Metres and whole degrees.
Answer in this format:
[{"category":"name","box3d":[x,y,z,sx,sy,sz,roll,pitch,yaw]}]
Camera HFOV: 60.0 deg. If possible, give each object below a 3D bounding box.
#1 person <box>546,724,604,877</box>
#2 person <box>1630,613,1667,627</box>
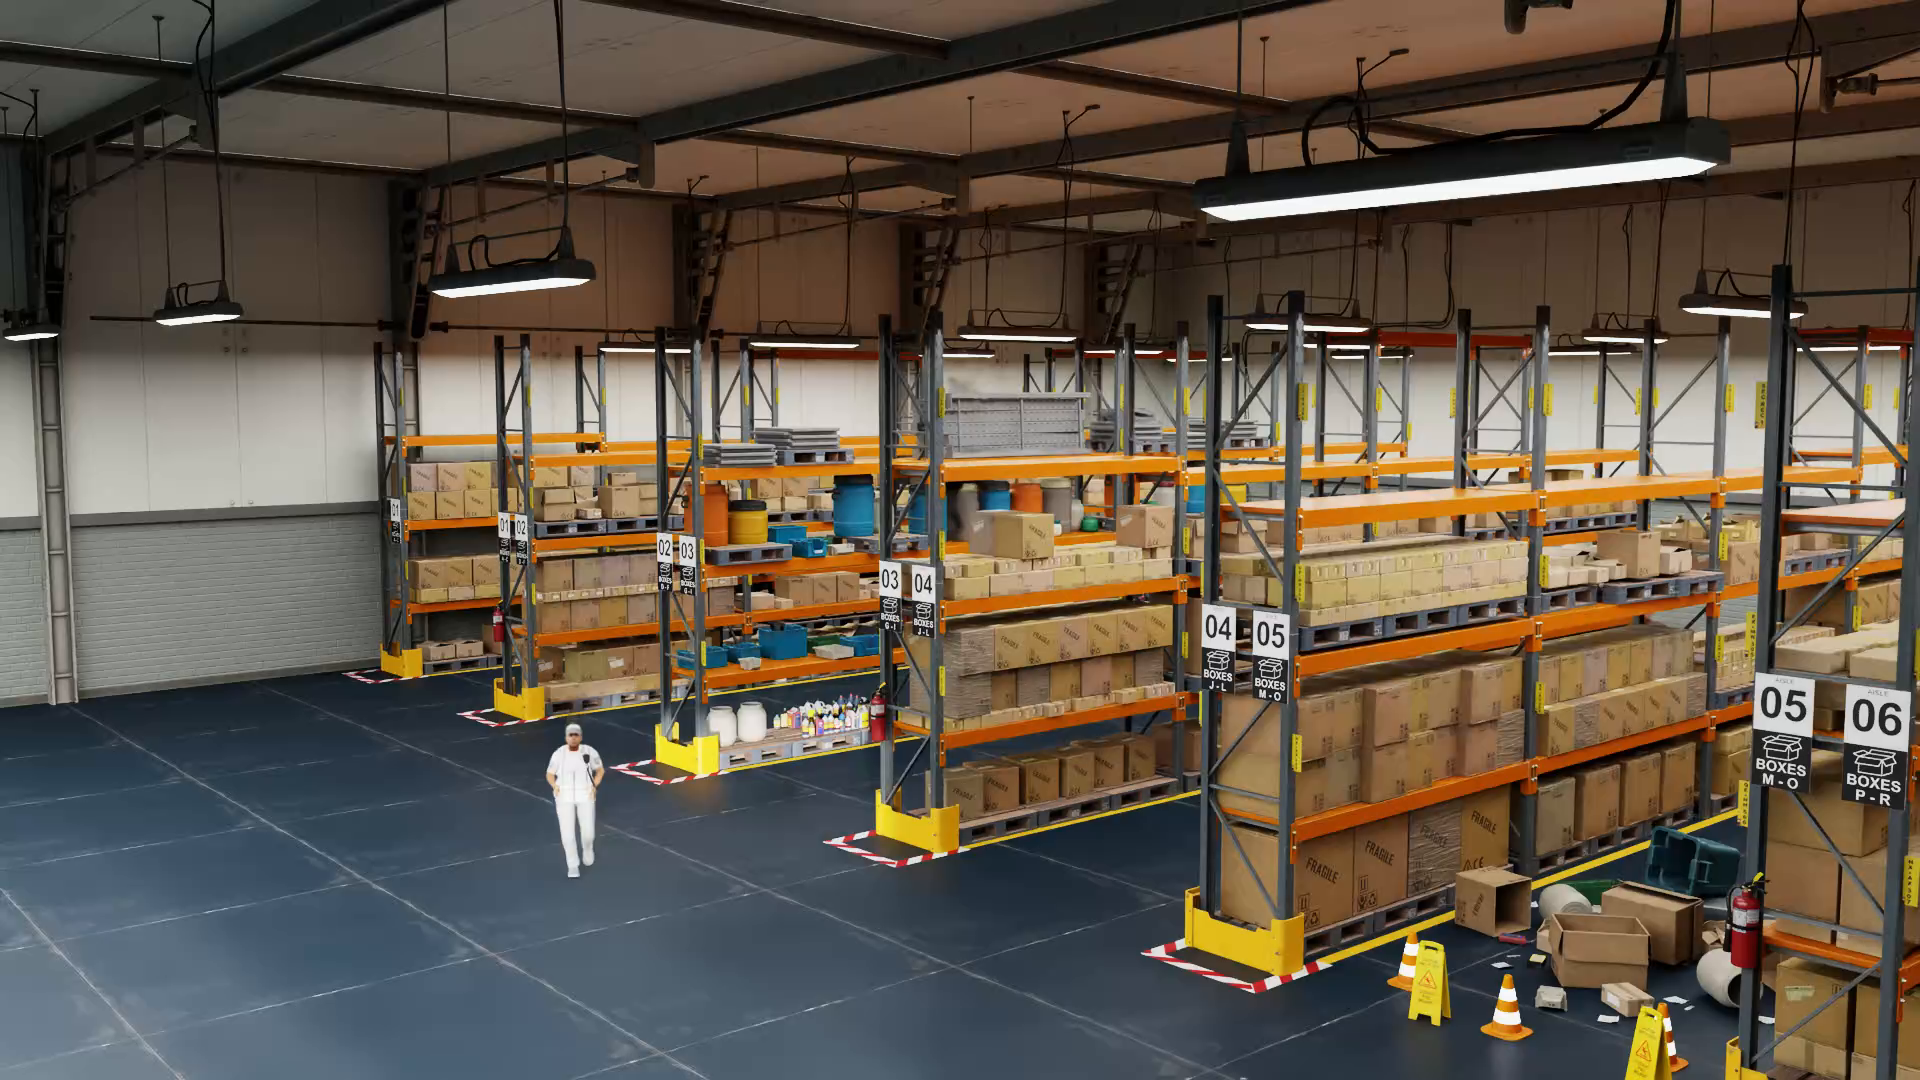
[{"category":"person","box3d":[-4.080,2.753,17.641,0.602,1.618,0.568,-1,5,-11]},{"category":"person","box3d":[10.793,1.901,26.213,0.766,1.737,0.680,-5,7,-44]}]
